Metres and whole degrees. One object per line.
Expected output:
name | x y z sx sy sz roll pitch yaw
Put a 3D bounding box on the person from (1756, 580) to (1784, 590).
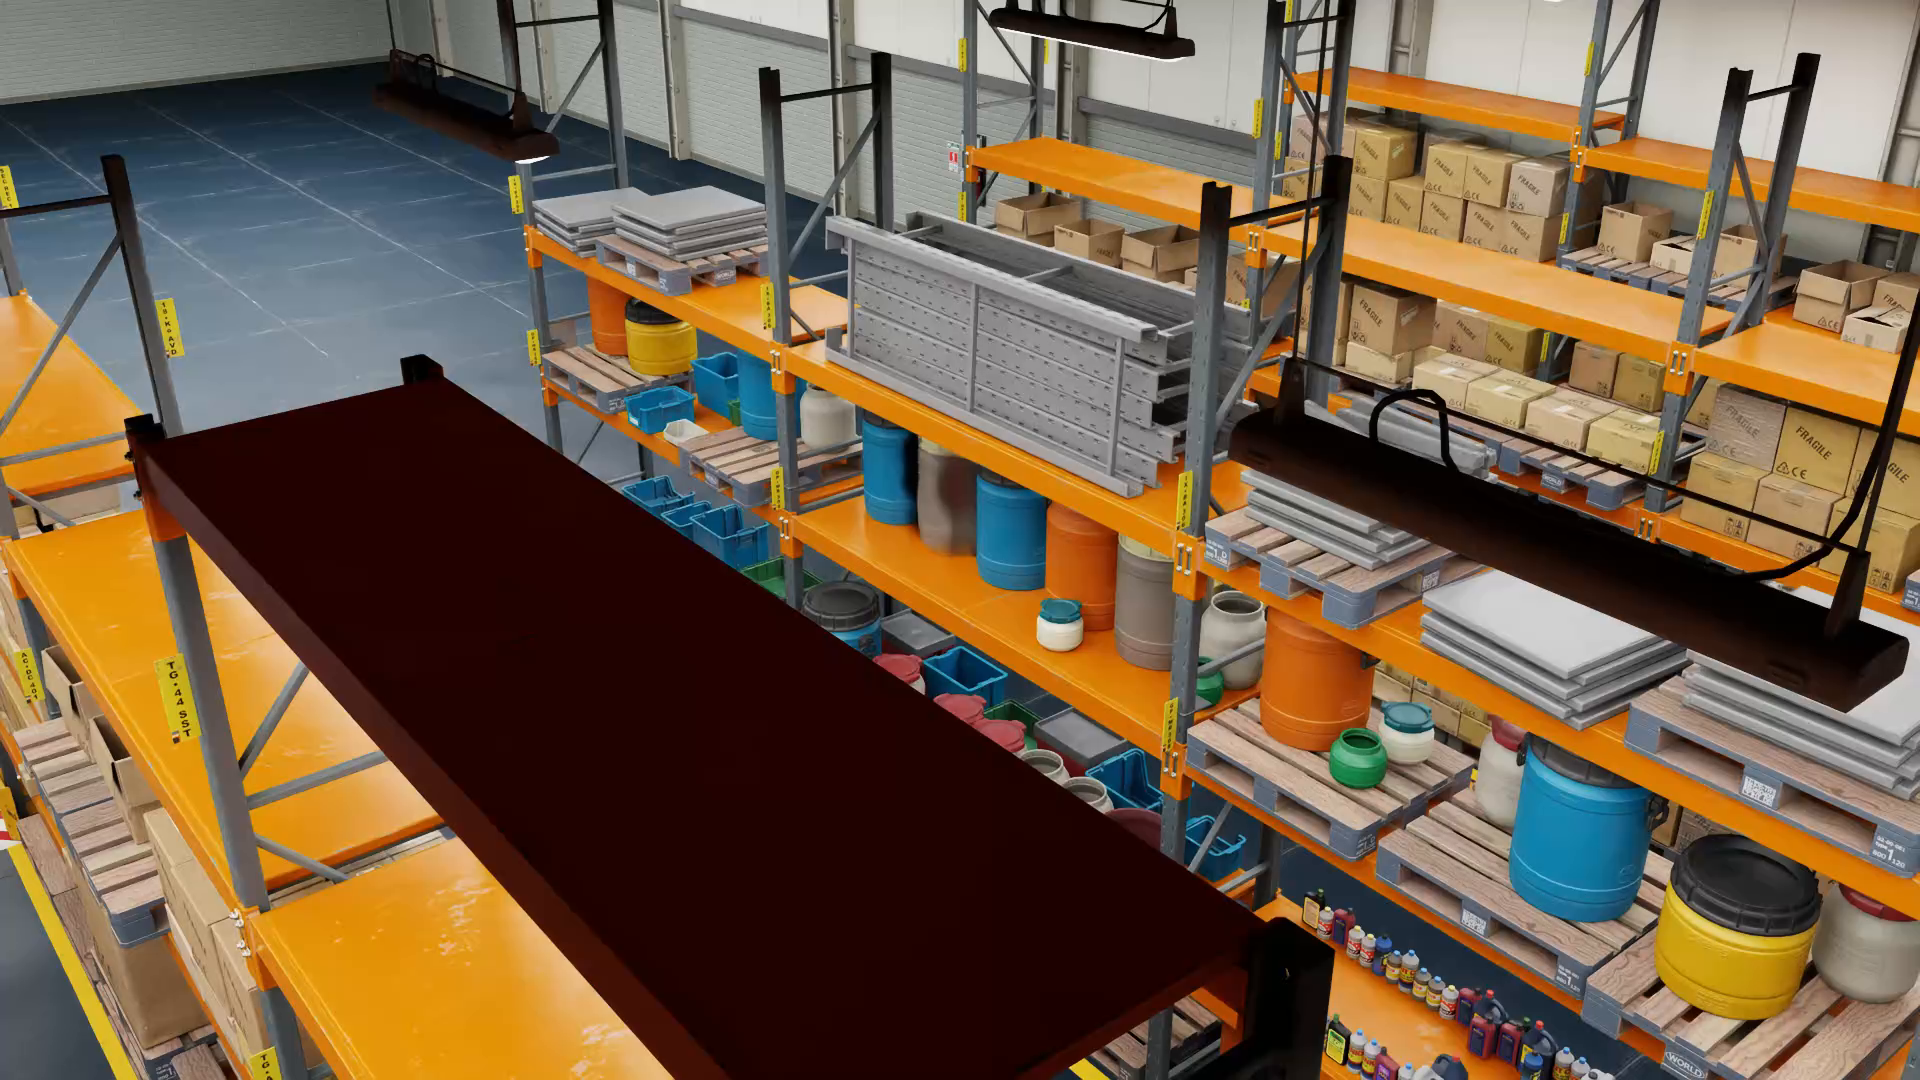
person | 7.286 0.680 15.011 0.596 1.725 0.744 -16 30 -30
